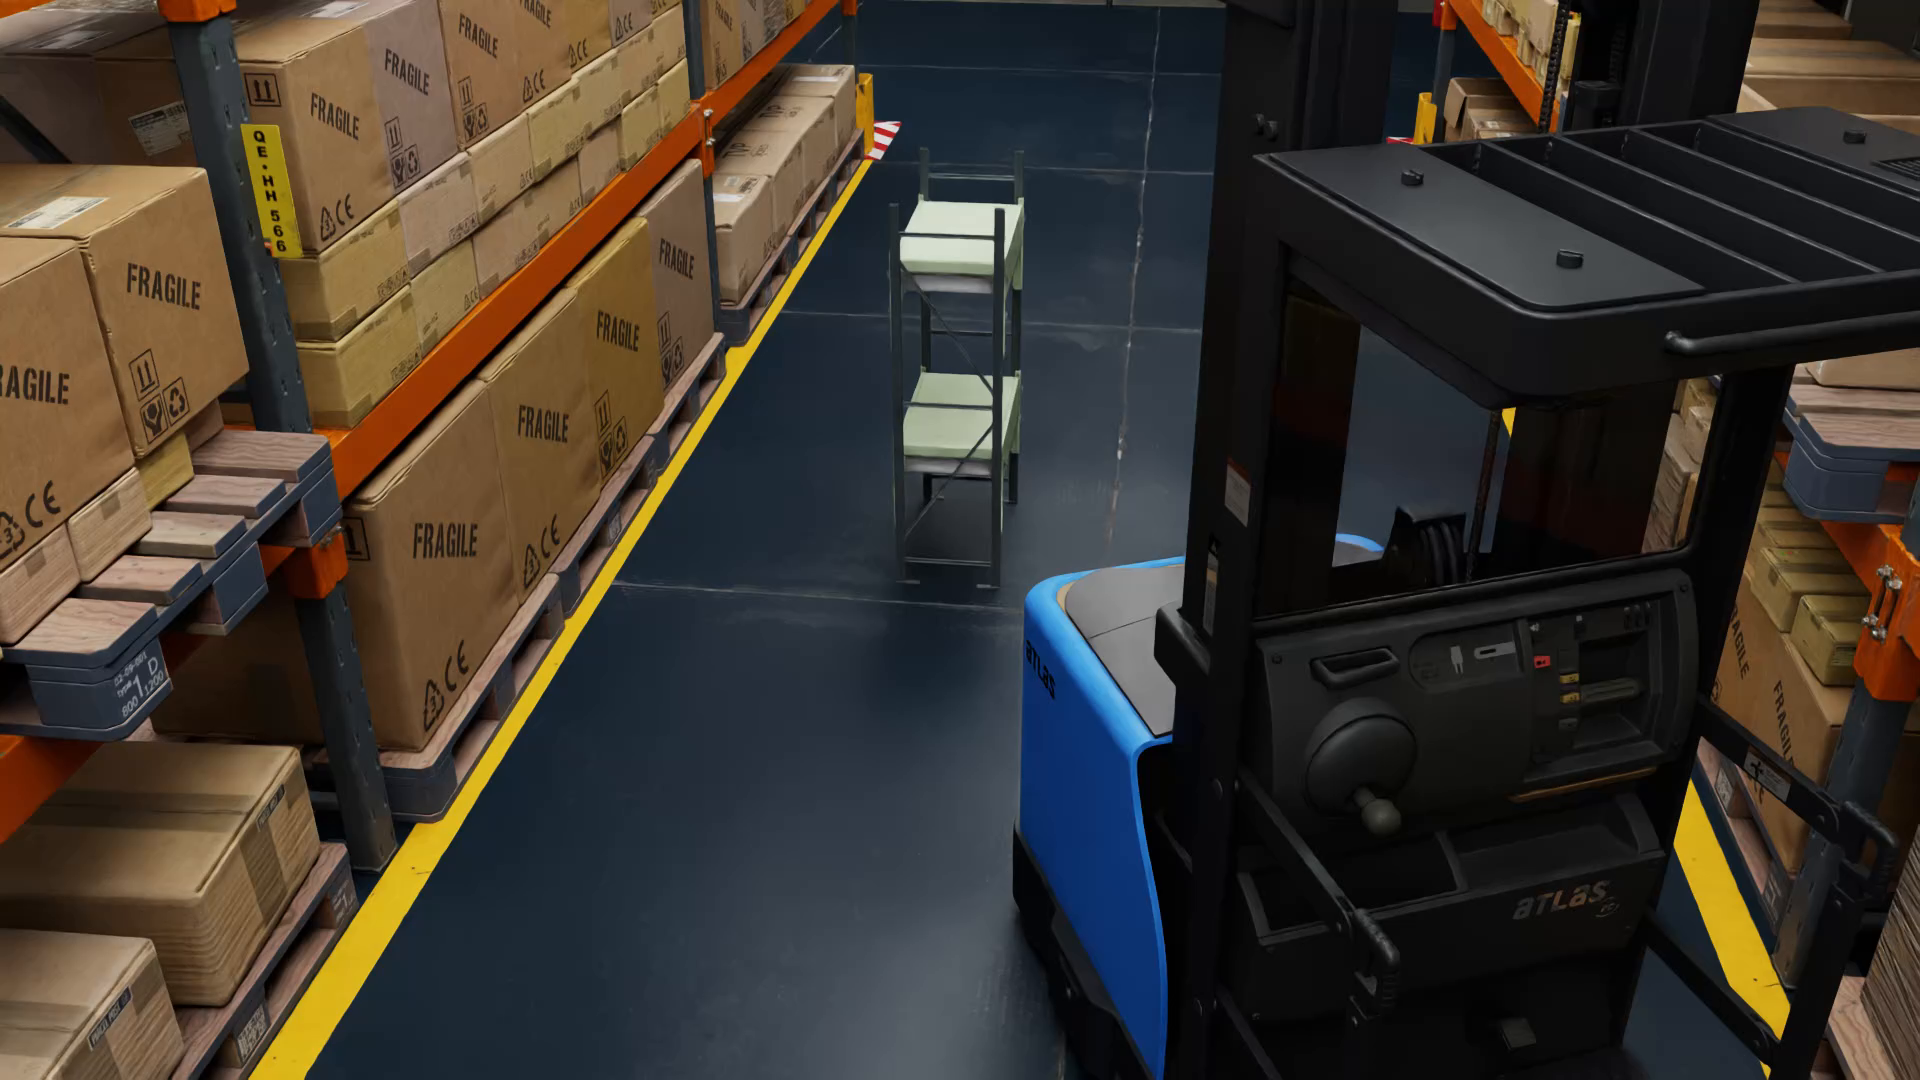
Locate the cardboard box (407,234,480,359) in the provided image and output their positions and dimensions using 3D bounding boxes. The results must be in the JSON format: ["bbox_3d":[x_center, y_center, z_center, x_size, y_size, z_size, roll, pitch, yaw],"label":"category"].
[{"bbox_3d":[-1.843,-0.782,5.196,0.500,0.250,0.500,3,28,5],"label":"cardboard box"}]

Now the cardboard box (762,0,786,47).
[{"bbox_3d":[-1.258,-2.992,9.036,0.500,0.500,0.500,4,29,7],"label":"cardboard box"}]

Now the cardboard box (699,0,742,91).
[{"bbox_3d":[-1.391,-2.522,8.163,0.500,0.500,0.500,4,29,8],"label":"cardboard box"}]

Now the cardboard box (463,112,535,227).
[{"bbox_3d":[-1.753,-1.244,5.528,0.500,0.250,0.500,3,28,6],"label":"cardboard box"}]

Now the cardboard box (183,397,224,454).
[{"bbox_3d":[-2.005,-0.295,3.958,0.380,0.149,0.250,4,29,8],"label":"cardboard box"}]

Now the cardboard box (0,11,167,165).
[{"bbox_3d":[-2.395,-1.132,4.529,0.500,0.500,0.500,3,28,5],"label":"cardboard box"}]

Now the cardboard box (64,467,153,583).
[{"bbox_3d":[-1.952,-0.044,3.491,0.380,0.149,0.250,3,28,6],"label":"cardboard box"}]

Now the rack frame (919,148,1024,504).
[{"bbox_3d":[0.044,-0.829,6.708,0.400,1.500,0.023,3,28,6],"label":"rack frame"}]

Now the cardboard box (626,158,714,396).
[{"bbox_3d":[-1.705,-1.225,7.659,0.875,0.875,0.875,4,29,8],"label":"cardboard box"}]

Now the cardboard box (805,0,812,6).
[{"bbox_3d":[-1.144,-3.478,9.938,0.500,0.500,0.500,4,29,8],"label":"cardboard box"}]

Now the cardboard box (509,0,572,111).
[{"bbox_3d":[-1.700,-1.805,5.779,0.500,0.500,0.500,4,29,7],"label":"cardboard box"}]

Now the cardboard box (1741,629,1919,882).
[{"bbox_3d":[2.567,0.602,4.663,0.500,0.500,0.500,4,29,8],"label":"cardboard box"}]

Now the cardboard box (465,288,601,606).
[{"bbox_3d":[-1.918,-0.379,6.087,0.875,0.875,0.875,4,29,7],"label":"cardboard box"}]

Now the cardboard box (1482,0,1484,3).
[{"bbox_3d":[3.321,-3.255,9.895,0.380,0.149,0.250,4,29,8],"label":"cardboard box"}]

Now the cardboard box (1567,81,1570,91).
[{"bbox_3d":[3.007,-2.039,7.638,0.380,0.149,0.250,4,29,7],"label":"cardboard box"}]

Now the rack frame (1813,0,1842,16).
[{"bbox_3d":[3.219,-1.985,7.272,1.000,3.000,0.127,3,28,6],"label":"rack frame"}]

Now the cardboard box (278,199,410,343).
[{"bbox_3d":[-1.891,-0.767,4.643,0.500,0.250,0.500,3,28,6],"label":"cardboard box"}]

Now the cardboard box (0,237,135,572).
[{"bbox_3d":[-2.031,-0.275,3.236,0.500,0.500,0.500,3,28,5],"label":"cardboard box"}]

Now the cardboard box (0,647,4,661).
[{"bbox_3d":[-2.011,0.205,3.030,0.380,0.149,0.250,4,29,7],"label":"cardboard box"}]

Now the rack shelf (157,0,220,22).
[{"bbox_3d":[-2.443,-0.452,2.021,1.077,0.370,4.000,3,28,6],"label":"rack shelf"}]

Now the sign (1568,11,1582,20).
[{"bbox_3d":[2.679,-2.394,7.119,0.100,0.325,0.005,3,28,6],"label":"sign"}]

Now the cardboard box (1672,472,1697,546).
[{"bbox_3d":[2.700,0.120,5.557,0.500,0.500,0.500,5,29,8],"label":"cardboard box"}]

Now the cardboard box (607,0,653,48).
[{"bbox_3d":[-1.570,-2.287,6.673,0.500,0.500,0.500,4,29,7],"label":"cardboard box"}]

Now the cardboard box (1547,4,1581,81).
[{"bbox_3d":[3.039,-2.304,7.709,0.500,0.250,0.500,4,29,7],"label":"cardboard box"}]

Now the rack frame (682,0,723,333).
[{"bbox_3d":[-1.708,-2.272,7.805,1.000,3.000,0.127,3,28,6],"label":"rack frame"}]

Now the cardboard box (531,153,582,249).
[{"bbox_3d":[-1.716,-1.261,6.086,0.500,0.250,0.500,3,28,6],"label":"cardboard box"}]

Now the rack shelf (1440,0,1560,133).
[{"bbox_3d":[3.464,-2.610,9.191,1.077,0.370,4.000,3,28,6],"label":"rack shelf"}]

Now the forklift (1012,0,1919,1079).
[{"bbox_3d":[1.071,0.355,3.001,1.130,2.935,3.031,-8,29,-15],"label":"forklift"}]

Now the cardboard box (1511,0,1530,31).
[{"bbox_3d":[3.160,-2.775,8.582,0.500,0.250,0.500,3,28,6],"label":"cardboard box"}]

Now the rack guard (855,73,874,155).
[{"bbox_3d":[-1.215,-3.066,11.913,1.175,0.500,0.348,3,28,6],"label":"rack guard"}]

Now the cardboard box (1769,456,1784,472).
[{"bbox_3d":[2.724,-0.210,5.487,0.380,0.149,0.250,3,28,5],"label":"cardboard box"}]

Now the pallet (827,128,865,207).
[{"bbox_3d":[-1.238,-2.546,11.254,1.003,0.211,1.213,3,28,6],"label":"pallet"}]

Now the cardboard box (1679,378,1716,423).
[{"bbox_3d":[2.809,-0.455,5.940,0.380,0.149,0.250,3,29,6],"label":"cardboard box"}]

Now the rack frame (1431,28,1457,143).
[{"bbox_3d":[3.709,-3.868,10.767,1.000,3.000,0.127,3,28,6],"label":"rack frame"}]

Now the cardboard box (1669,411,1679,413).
[{"bbox_3d":[2.815,-0.369,6.465,0.500,0.500,0.500,3,28,5],"label":"cardboard box"}]

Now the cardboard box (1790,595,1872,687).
[{"bbox_3d":[2.538,0.280,4.576,0.380,0.149,0.250,2,28,4],"label":"cardboard box"}]

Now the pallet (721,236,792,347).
[{"bbox_3d":[-1.537,-1.398,9.122,1.003,0.211,1.213,3,28,6],"label":"pallet"}]

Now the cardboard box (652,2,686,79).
[{"bbox_3d":[-1.521,-2.204,7.310,0.500,0.250,0.500,3,28,6],"label":"cardboard box"}]

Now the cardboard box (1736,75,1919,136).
[{"bbox_3d":[2.745,-1.112,5.100,0.797,0.503,0.637,3,28,5],"label":"cardboard box"}]

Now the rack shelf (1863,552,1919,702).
[{"bbox_3d":[2.483,1.156,2.201,1.077,0.370,4.000,3,28,6],"label":"rack shelf"}]

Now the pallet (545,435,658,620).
[{"bbox_3d":[-1.875,-0.101,6.715,1.003,0.211,1.213,3,28,6],"label":"pallet"}]

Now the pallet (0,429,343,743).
[{"bbox_3d":[-2.180,0.037,3.721,1.213,0.211,1.003,3,28,6],"label":"pallet"}]

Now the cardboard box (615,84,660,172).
[{"bbox_3d":[-1.576,-1.740,6.976,0.500,0.250,0.500,3,28,5],"label":"cardboard box"}]

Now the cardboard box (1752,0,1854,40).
[{"bbox_3d":[2.874,-1.756,6.298,0.700,0.500,0.500,4,29,7],"label":"cardboard box"}]

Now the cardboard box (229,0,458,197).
[{"bbox_3d":[-1.844,-1.325,4.888,0.500,0.500,0.500,3,29,6],"label":"cardboard box"}]

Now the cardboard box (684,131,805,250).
[{"bbox_3d":[-1.416,-2.040,9.632,0.875,0.438,0.875,3,28,5],"label":"cardboard box"}]

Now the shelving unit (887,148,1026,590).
[{"bbox_3d":[-0.001,-0.657,6.388,0.431,1.500,0.755,3,28,6],"label":"shelving unit"}]

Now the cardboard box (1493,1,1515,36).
[{"bbox_3d":[3.177,-2.890,9.217,0.380,0.149,0.250,4,29,7],"label":"cardboard box"}]

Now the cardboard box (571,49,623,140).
[{"bbox_3d":[-1.632,-1.725,6.419,0.500,0.250,0.500,4,29,7],"label":"cardboard box"}]

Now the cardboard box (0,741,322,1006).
[{"bbox_3d":[-2.277,0.848,4.341,0.950,0.372,0.625,1,28,3],"label":"cardboard box"}]

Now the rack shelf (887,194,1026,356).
[{"bbox_3d":[-0.001,-1.001,6.203,0.431,0.370,0.720,3,28,6],"label":"rack shelf"}]

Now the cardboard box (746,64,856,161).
[{"bbox_3d":[-1.200,-2.895,11.220,0.875,0.438,0.875,2,28,4],"label":"cardboard box"}]

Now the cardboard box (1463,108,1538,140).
[{"bbox_3d":[3.396,-2.270,9.994,0.700,0.500,0.500,4,29,8],"label":"cardboard box"}]

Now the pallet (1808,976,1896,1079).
[{"bbox_3d":[2.589,1.510,3.724,1.003,0.211,1.213,3,28,6],"label":"pallet"}]

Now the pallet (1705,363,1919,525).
[{"bbox_3d":[2.742,-0.341,4.423,1.213,0.211,1.003,3,28,6],"label":"pallet"}]

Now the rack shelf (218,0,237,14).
[{"bbox_3d":[-1.953,-2.334,5.516,1.077,0.370,4.000,3,28,6],"label":"rack shelf"}]

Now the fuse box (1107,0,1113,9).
[{"bbox_3d":[1.517,-6.052,16.180,0.539,1.711,0.414,3,28,6],"label":"fuse box"}]

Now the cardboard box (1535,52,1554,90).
[{"bbox_3d":[3.025,-2.287,8.097,0.380,0.149,0.250,4,29,8],"label":"cardboard box"}]

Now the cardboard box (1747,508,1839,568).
[{"bbox_3d":[2.616,0.029,5.043,0.380,0.149,0.250,2,28,5],"label":"cardboard box"}]

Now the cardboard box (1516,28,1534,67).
[{"bbox_3d":[3.088,-2.531,8.550,0.380,0.149,0.250,3,28,5],"label":"cardboard box"}]
